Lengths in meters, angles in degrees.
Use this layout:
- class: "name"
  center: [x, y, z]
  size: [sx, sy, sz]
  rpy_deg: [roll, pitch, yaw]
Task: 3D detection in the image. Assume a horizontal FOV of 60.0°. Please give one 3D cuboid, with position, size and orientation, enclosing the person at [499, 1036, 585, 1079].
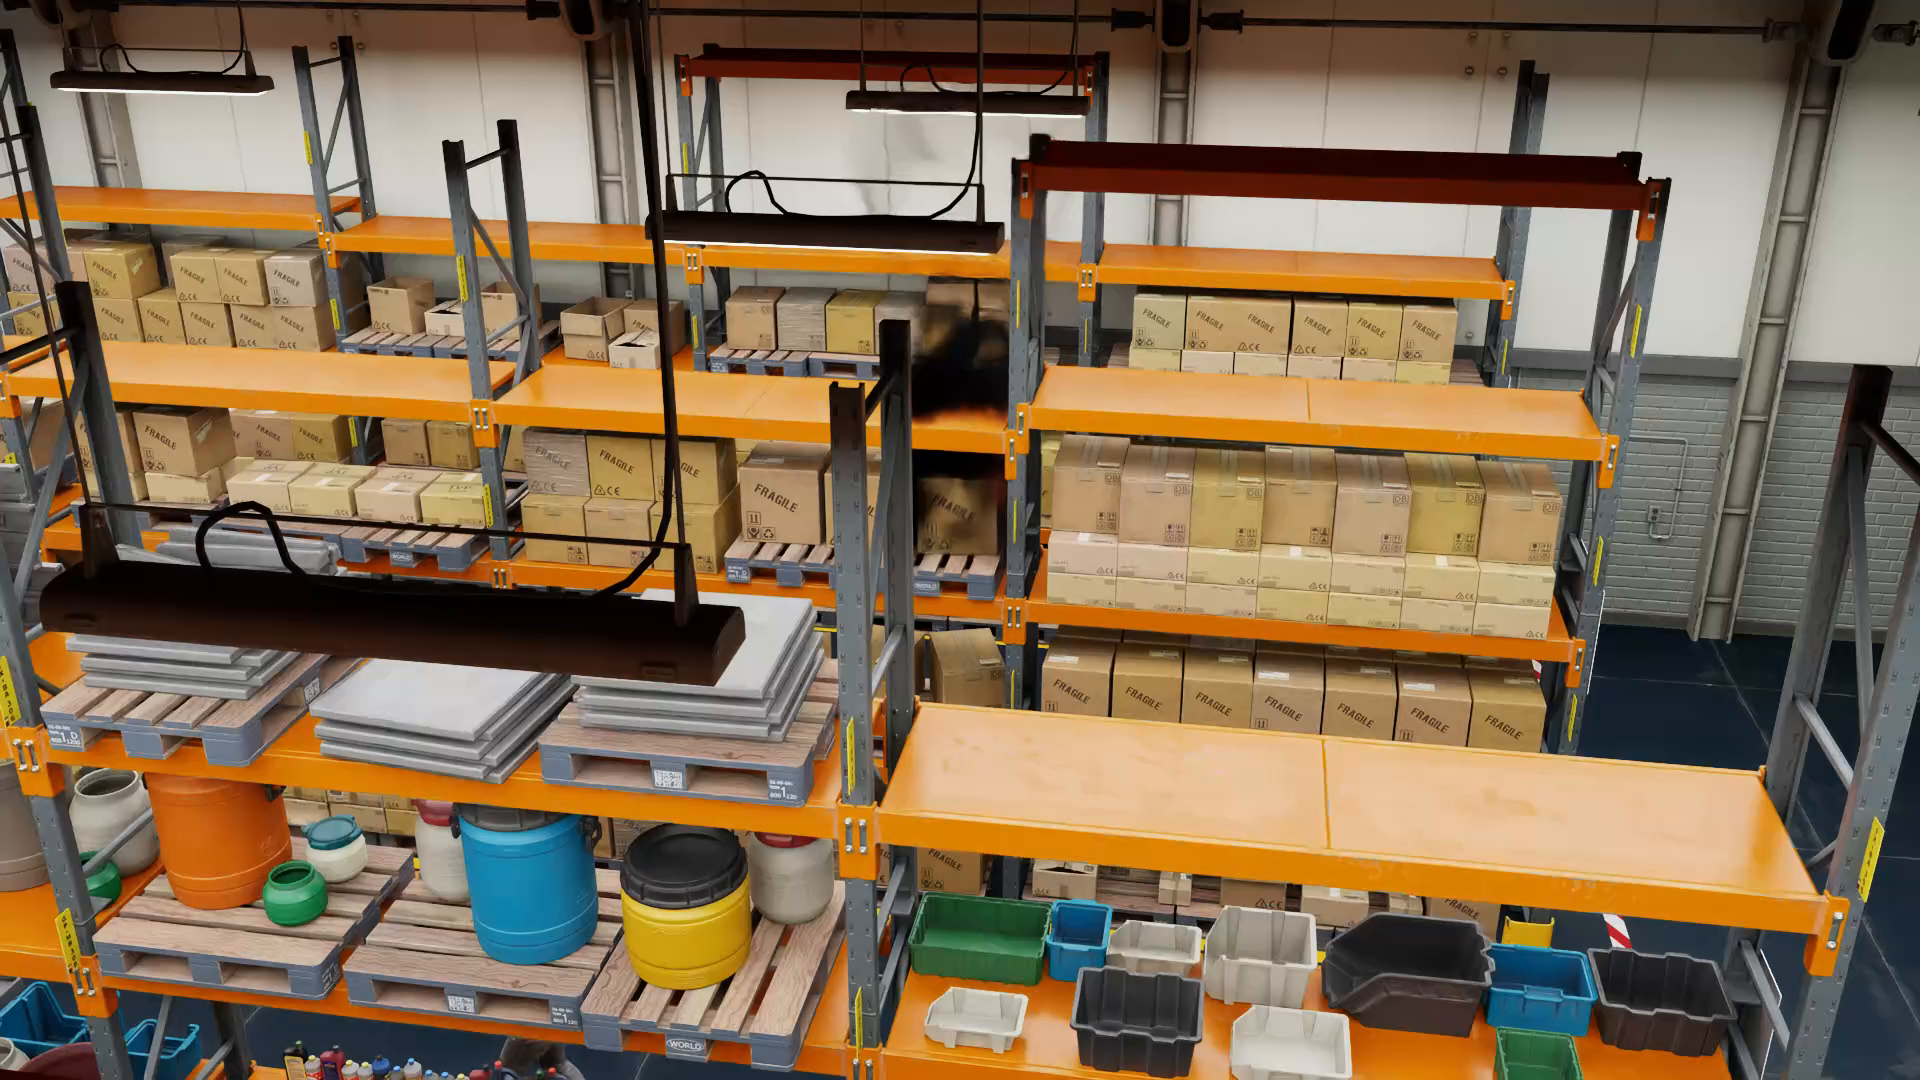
- class: "person"
  center: [-2.717, 3.135, 10.697]
  size: [0.740, 1.820, 0.637]
  rpy_deg: [3, 23, 7]
